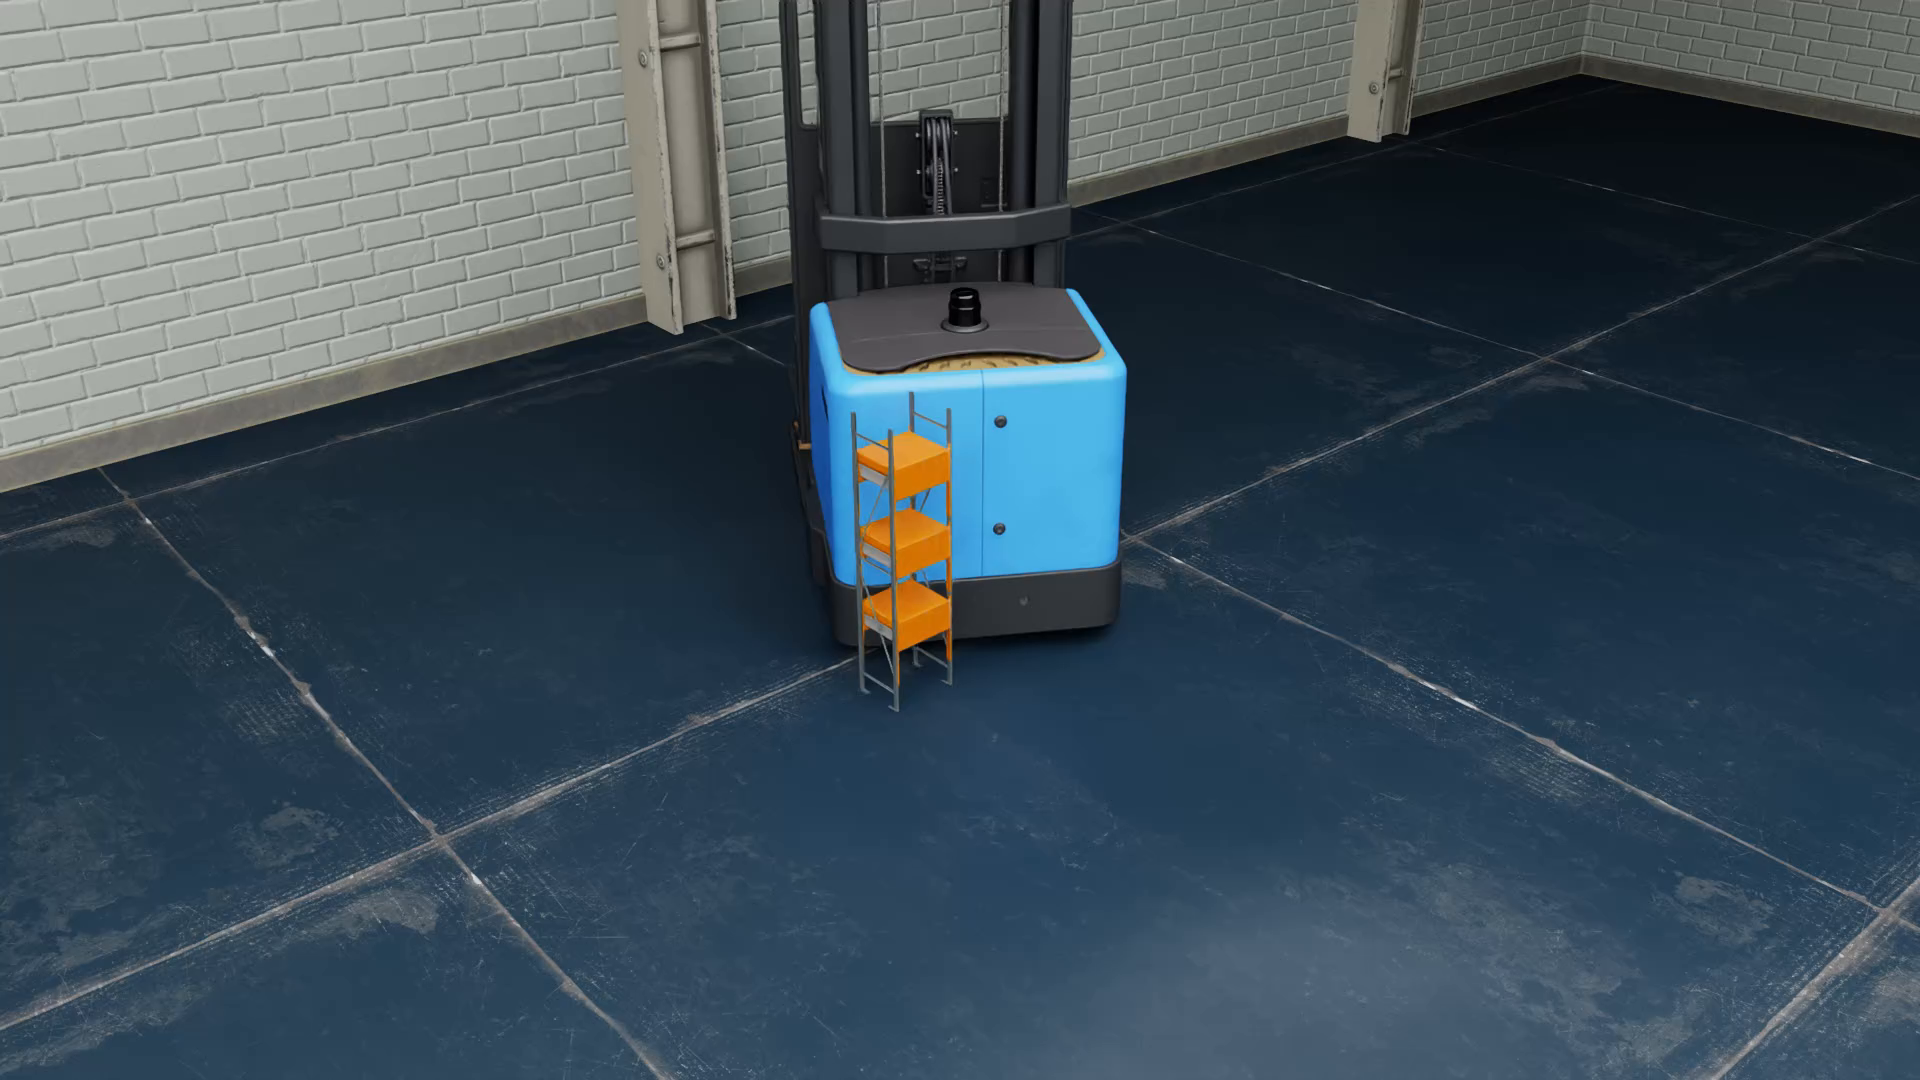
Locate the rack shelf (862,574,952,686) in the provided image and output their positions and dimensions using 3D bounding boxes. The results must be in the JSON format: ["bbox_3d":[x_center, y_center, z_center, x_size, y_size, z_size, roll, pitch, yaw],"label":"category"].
[{"bbox_3d":[-0.187,0.304,5.679,0.240,0.259,0.215,-23,36,-36],"label":"rack shelf"}]

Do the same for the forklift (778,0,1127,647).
[{"bbox_3d":[-0.165,-1.587,6.610,1.130,2.935,3.031,-4,28,-8],"label":"forklift"}]

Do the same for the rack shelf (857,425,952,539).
[{"bbox_3d":[-0.187,-0.191,5.415,0.240,0.259,0.215,-23,36,-36],"label":"rack shelf"}]

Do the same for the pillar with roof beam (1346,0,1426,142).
[{"bbox_3d":[5.905,-5.459,7.418,0.400,9.000,9.100,-22,35,-35],"label":"pillar with roof beam"}]

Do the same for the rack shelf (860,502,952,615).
[{"bbox_3d":[-0.187,0.059,5.548,0.240,0.259,0.215,-23,36,-36],"label":"rack shelf"}]

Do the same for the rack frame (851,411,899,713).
[{"bbox_3d":[-0.277,0.088,5.471,0.008,1.050,0.200,-23,36,-36],"label":"rack frame"}]

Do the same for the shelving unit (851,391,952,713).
[{"bbox_3d":[-0.187,0.050,5.543,0.252,1.050,0.215,-23,36,-36],"label":"shelving unit"}]

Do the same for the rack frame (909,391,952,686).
[{"bbox_3d":[-0.096,0.011,5.615,0.008,1.050,0.200,-23,36,-36],"label":"rack frame"}]

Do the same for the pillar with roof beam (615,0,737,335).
[{"bbox_3d":[1.341,-3.624,3.983,0.400,9.000,9.100,-22,35,-35],"label":"pillar with roof beam"}]
